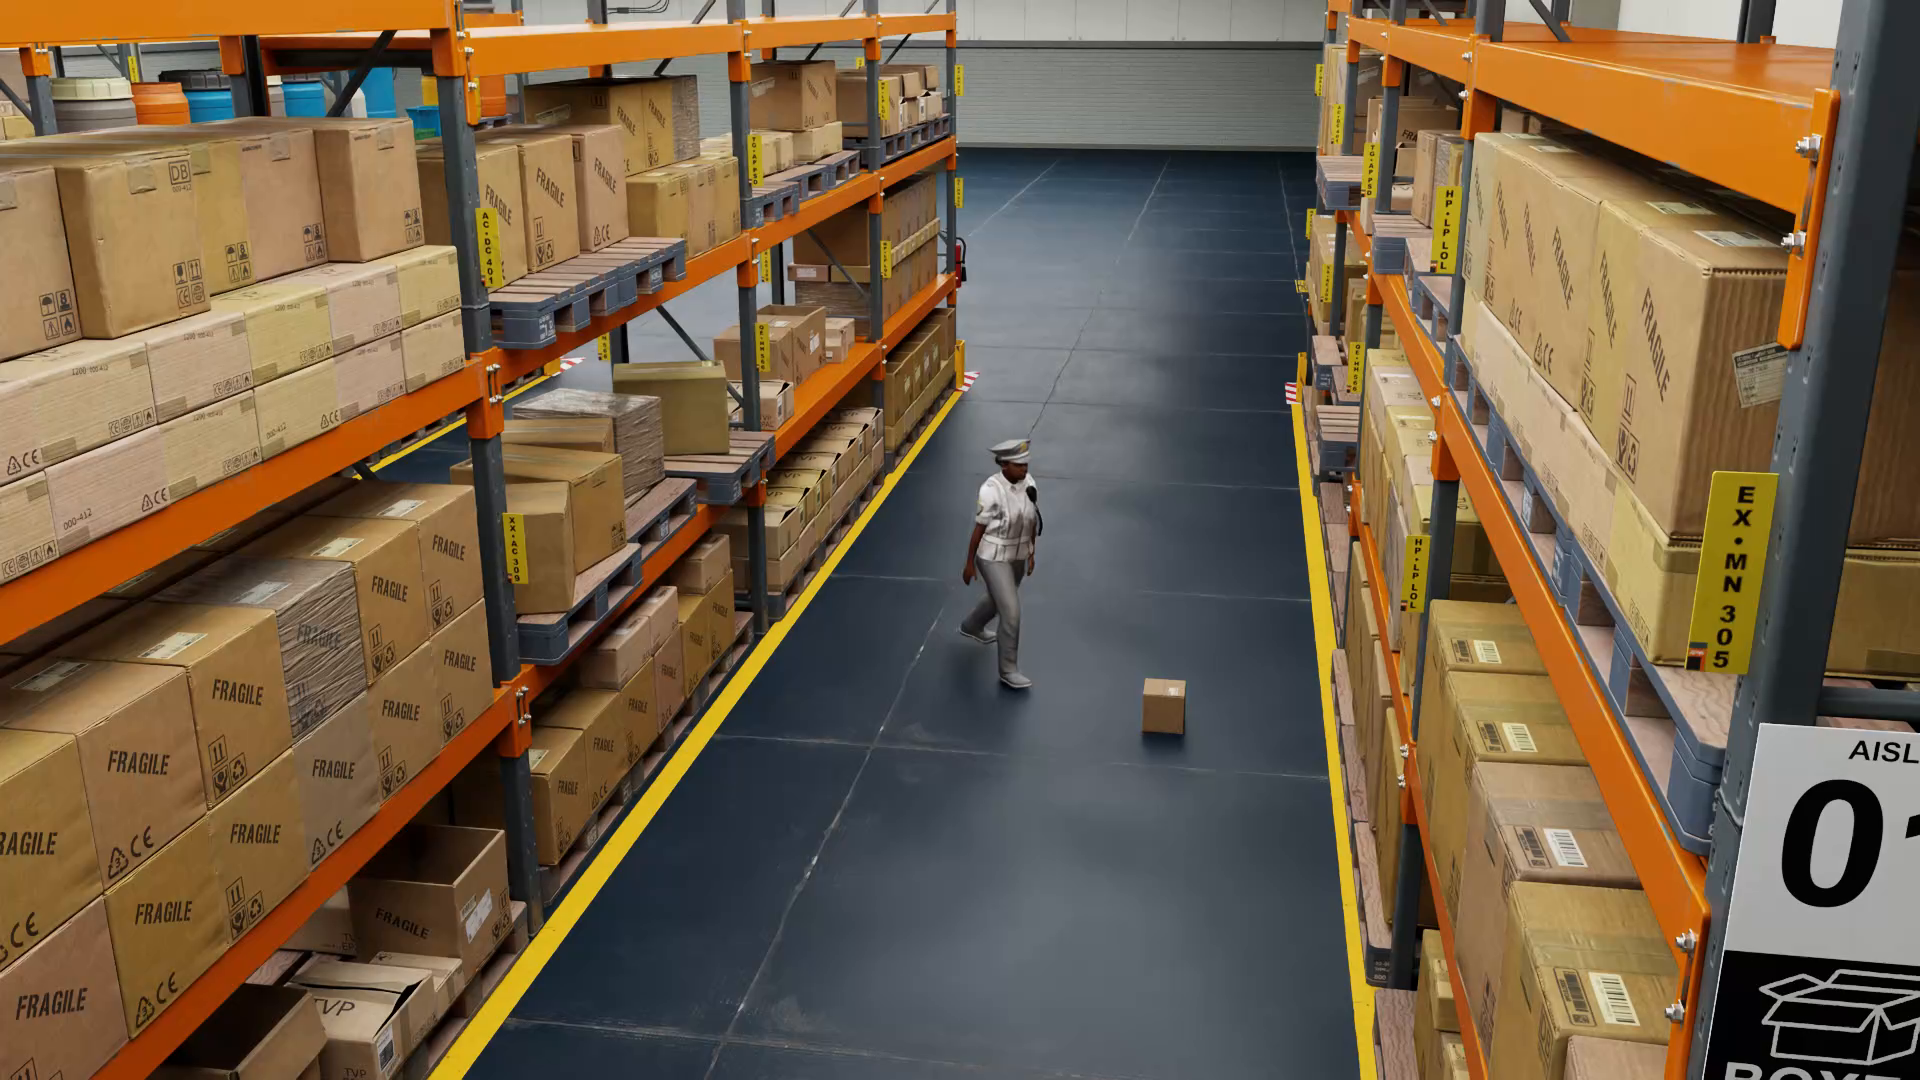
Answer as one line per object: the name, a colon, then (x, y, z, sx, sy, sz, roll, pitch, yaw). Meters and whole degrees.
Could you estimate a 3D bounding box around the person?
person: (0.251, 0.078, 10.836, 0.510, 1.606, 0.904, -16, 24, -39)
